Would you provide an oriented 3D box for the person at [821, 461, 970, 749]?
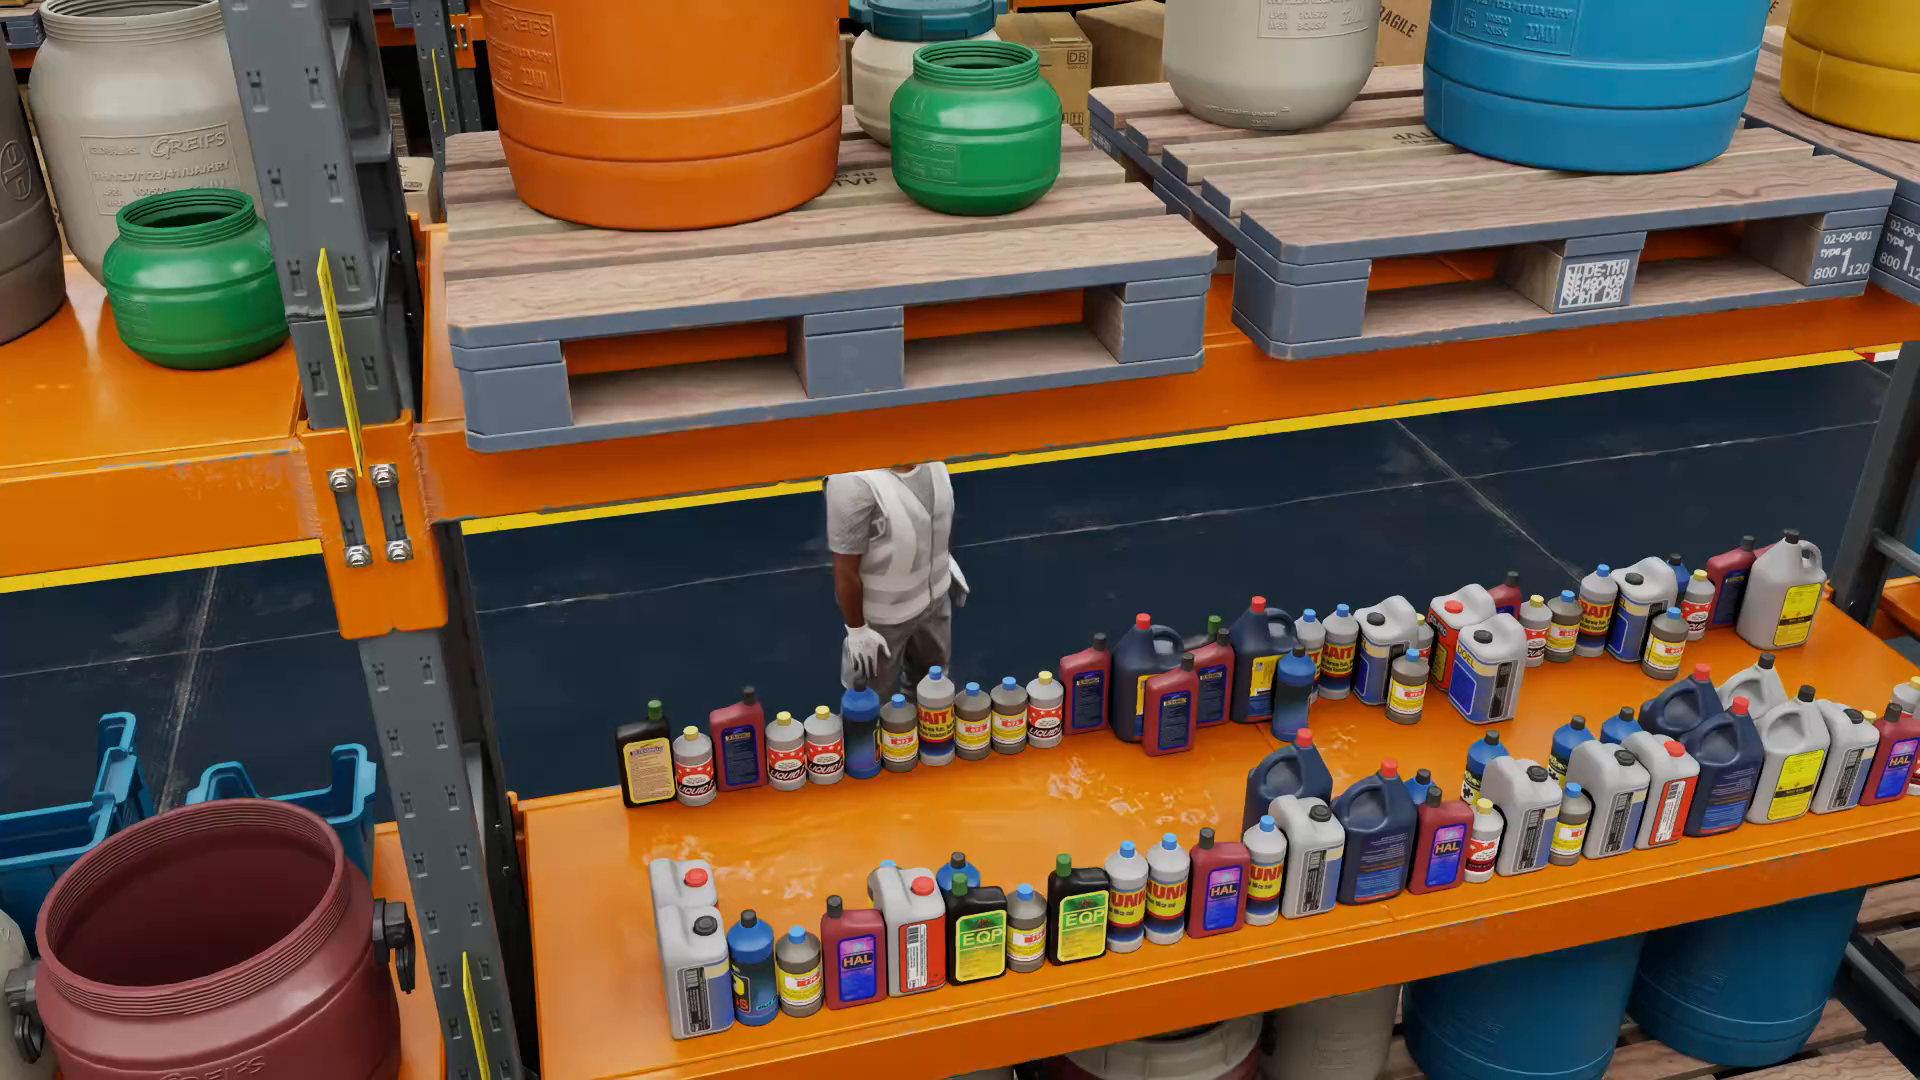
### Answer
[{"bbox_3d":[-0.196,0.204,5.697,0.446,1.784,0.615,20,35,30],"label":"person"}]
